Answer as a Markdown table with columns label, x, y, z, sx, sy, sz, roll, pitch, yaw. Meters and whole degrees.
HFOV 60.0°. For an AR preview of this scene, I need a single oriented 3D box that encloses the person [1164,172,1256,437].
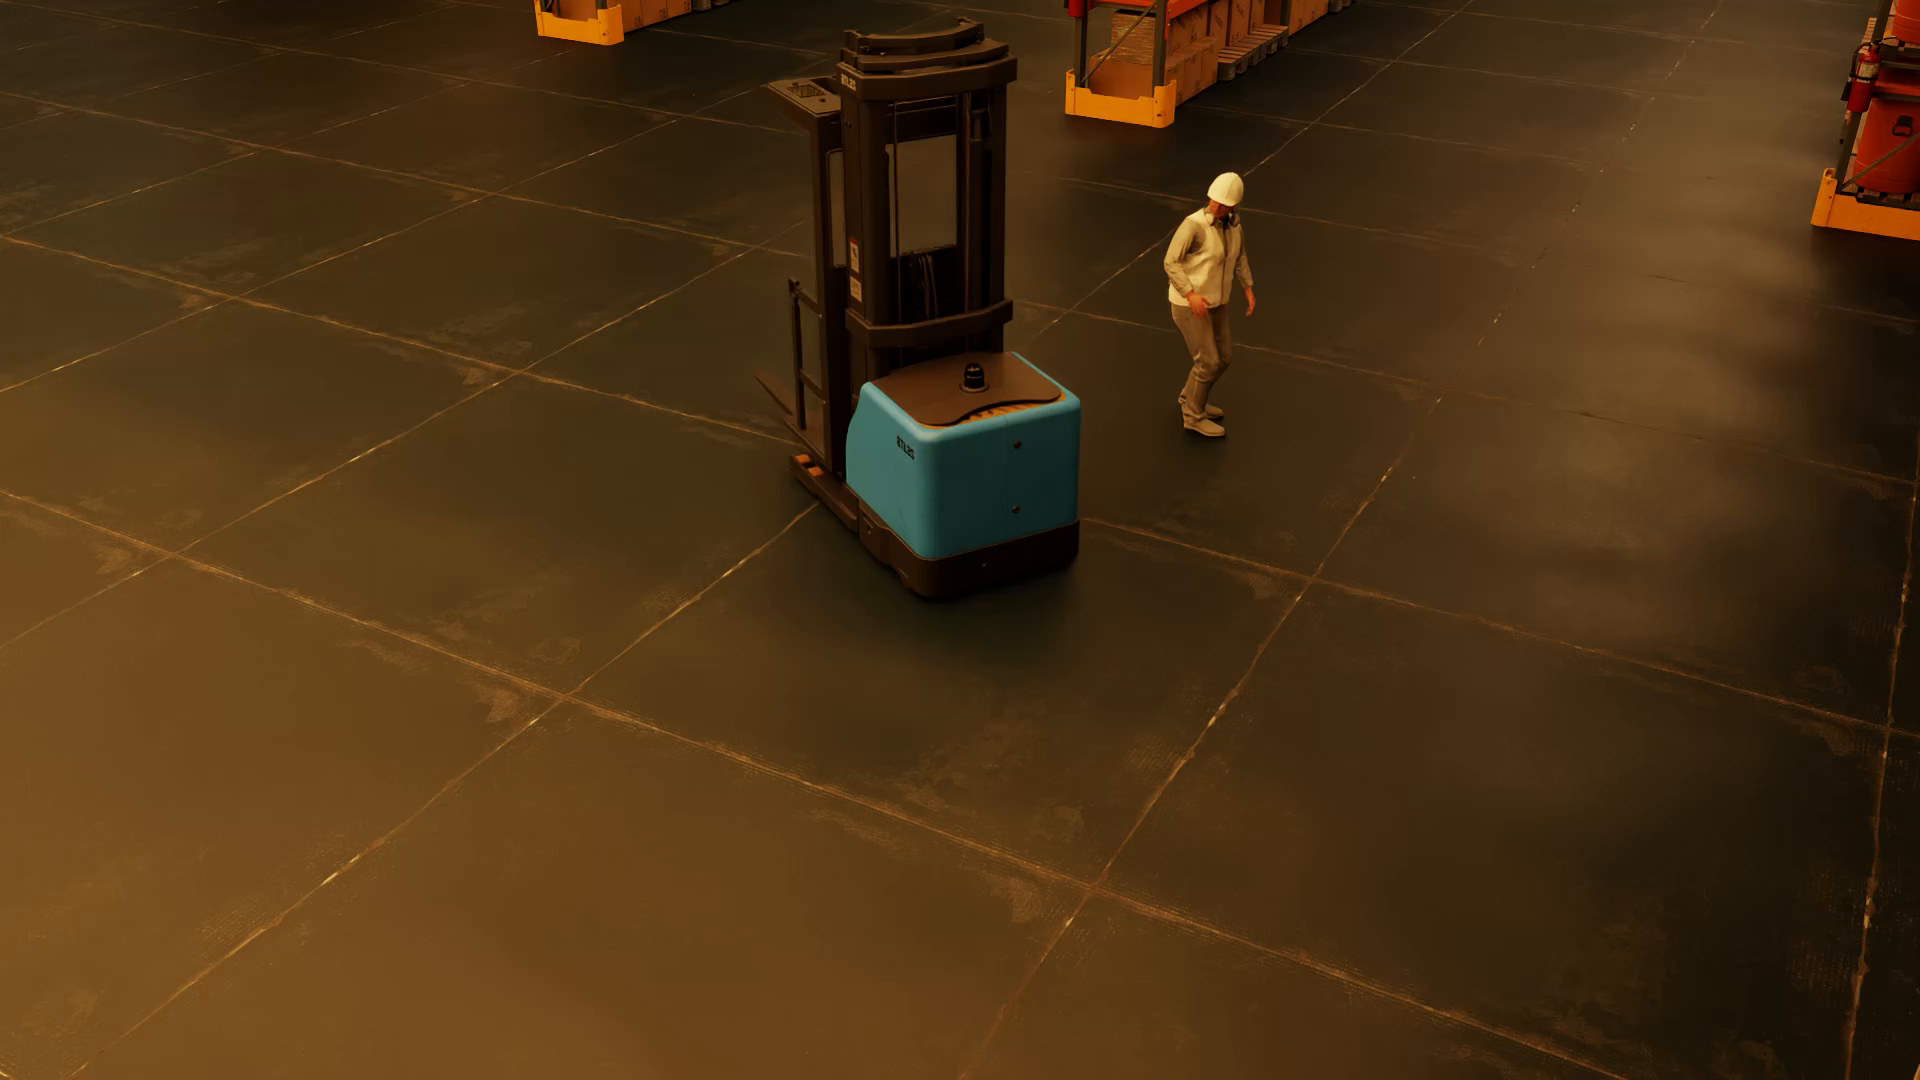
| label | x | y | z | sx | sy | sz | roll | pitch | yaw |
| --- | --- | --- | --- | --- | --- | --- | --- | --- | --- |
| person | 1.687 | -1.578 | 11.010 | 0.515 | 1.740 | 0.728 | 24 | 38 | 35 |

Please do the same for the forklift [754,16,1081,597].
| label | x | y | z | sx | sy | sz | roll | pitch | yaw |
| --- | --- | --- | --- | --- | --- | --- | --- | --- | --- |
| forklift | -0.439 | -1.661 | 9.948 | 1.130 | 2.935 | 3.031 | -15 | 33 | -24 |
